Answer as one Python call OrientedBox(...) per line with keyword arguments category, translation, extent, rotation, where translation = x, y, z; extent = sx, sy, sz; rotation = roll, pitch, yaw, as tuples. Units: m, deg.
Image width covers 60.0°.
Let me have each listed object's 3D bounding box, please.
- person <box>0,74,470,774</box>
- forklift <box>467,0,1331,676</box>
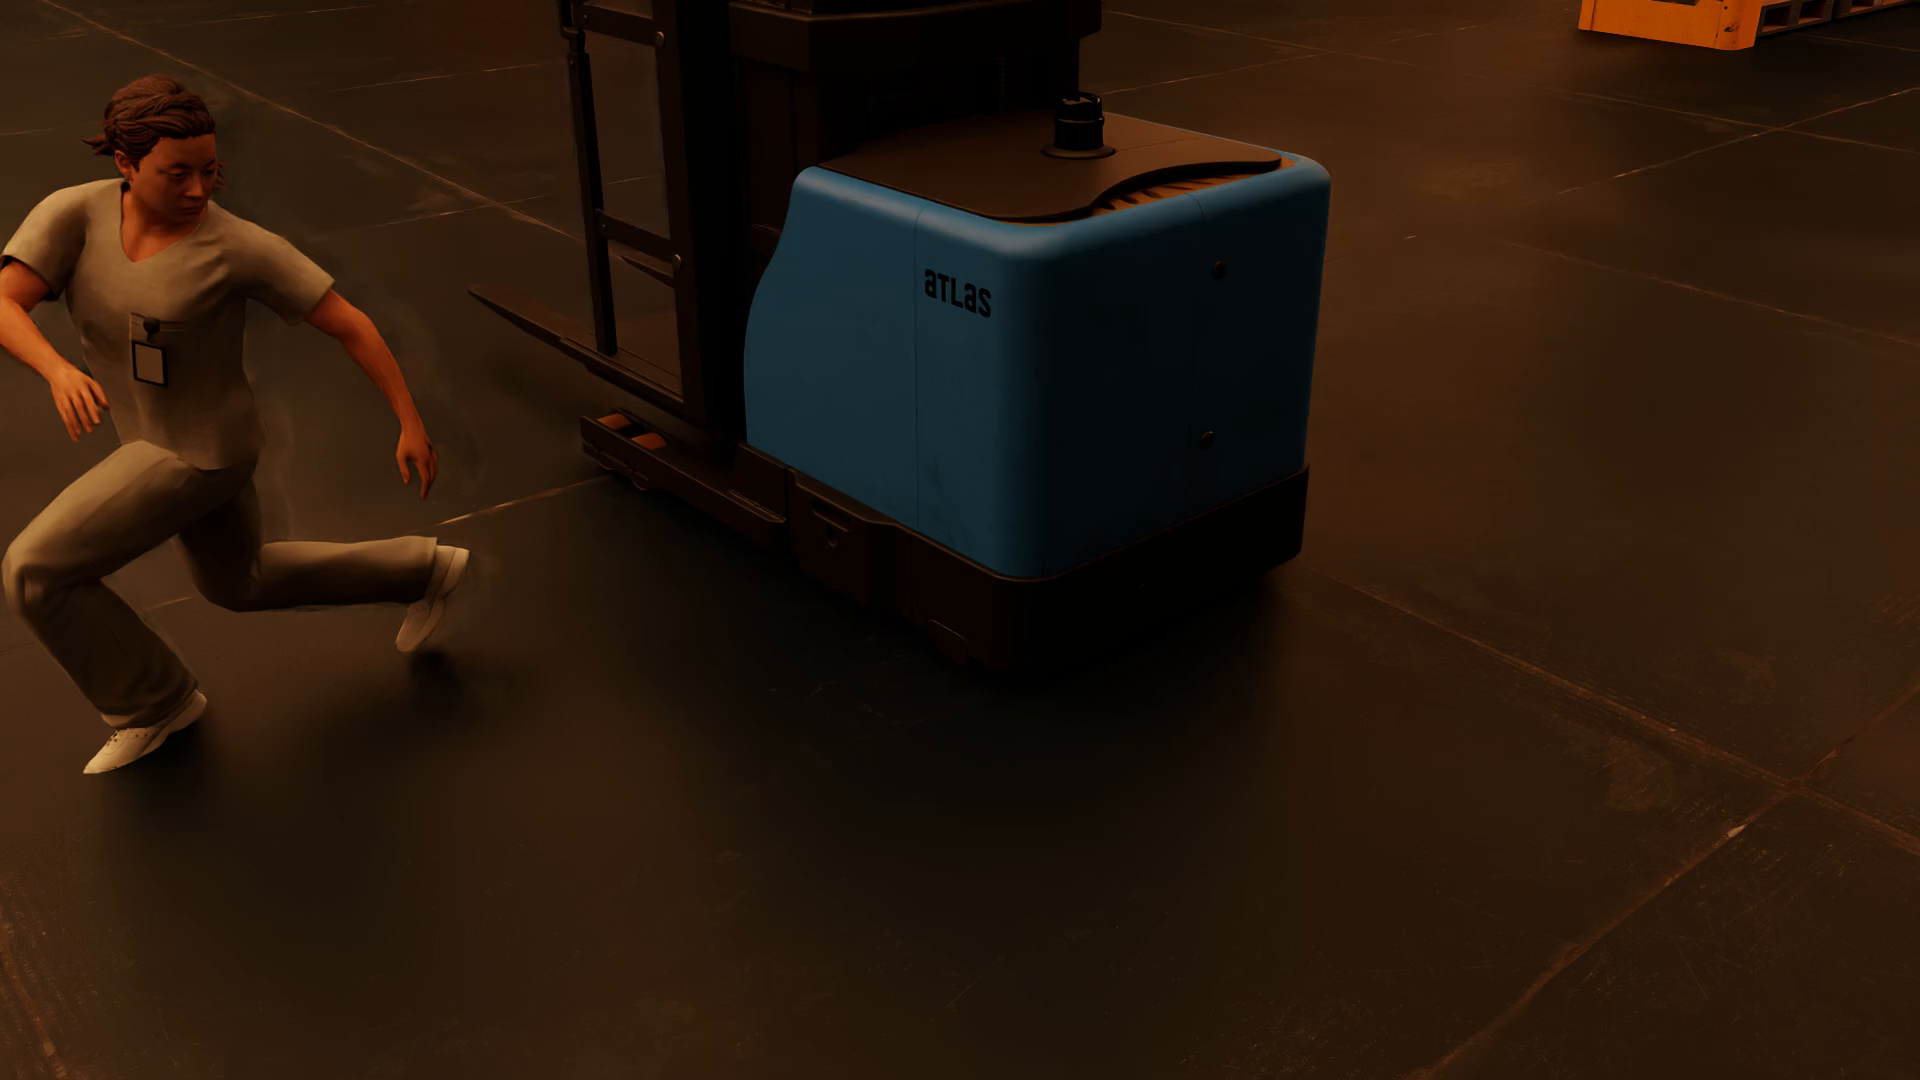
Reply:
OrientedBox(category="person", translation=(-1.501, -0.226, 3.422), extent=(0.608, 1.448, 0.920), rotation=(23, 34, 38))
OrientedBox(category="forklift", translation=(-0.465, -1.584, 4.396), extent=(1.130, 2.935, 3.031), rotation=(-21, 33, -36))
